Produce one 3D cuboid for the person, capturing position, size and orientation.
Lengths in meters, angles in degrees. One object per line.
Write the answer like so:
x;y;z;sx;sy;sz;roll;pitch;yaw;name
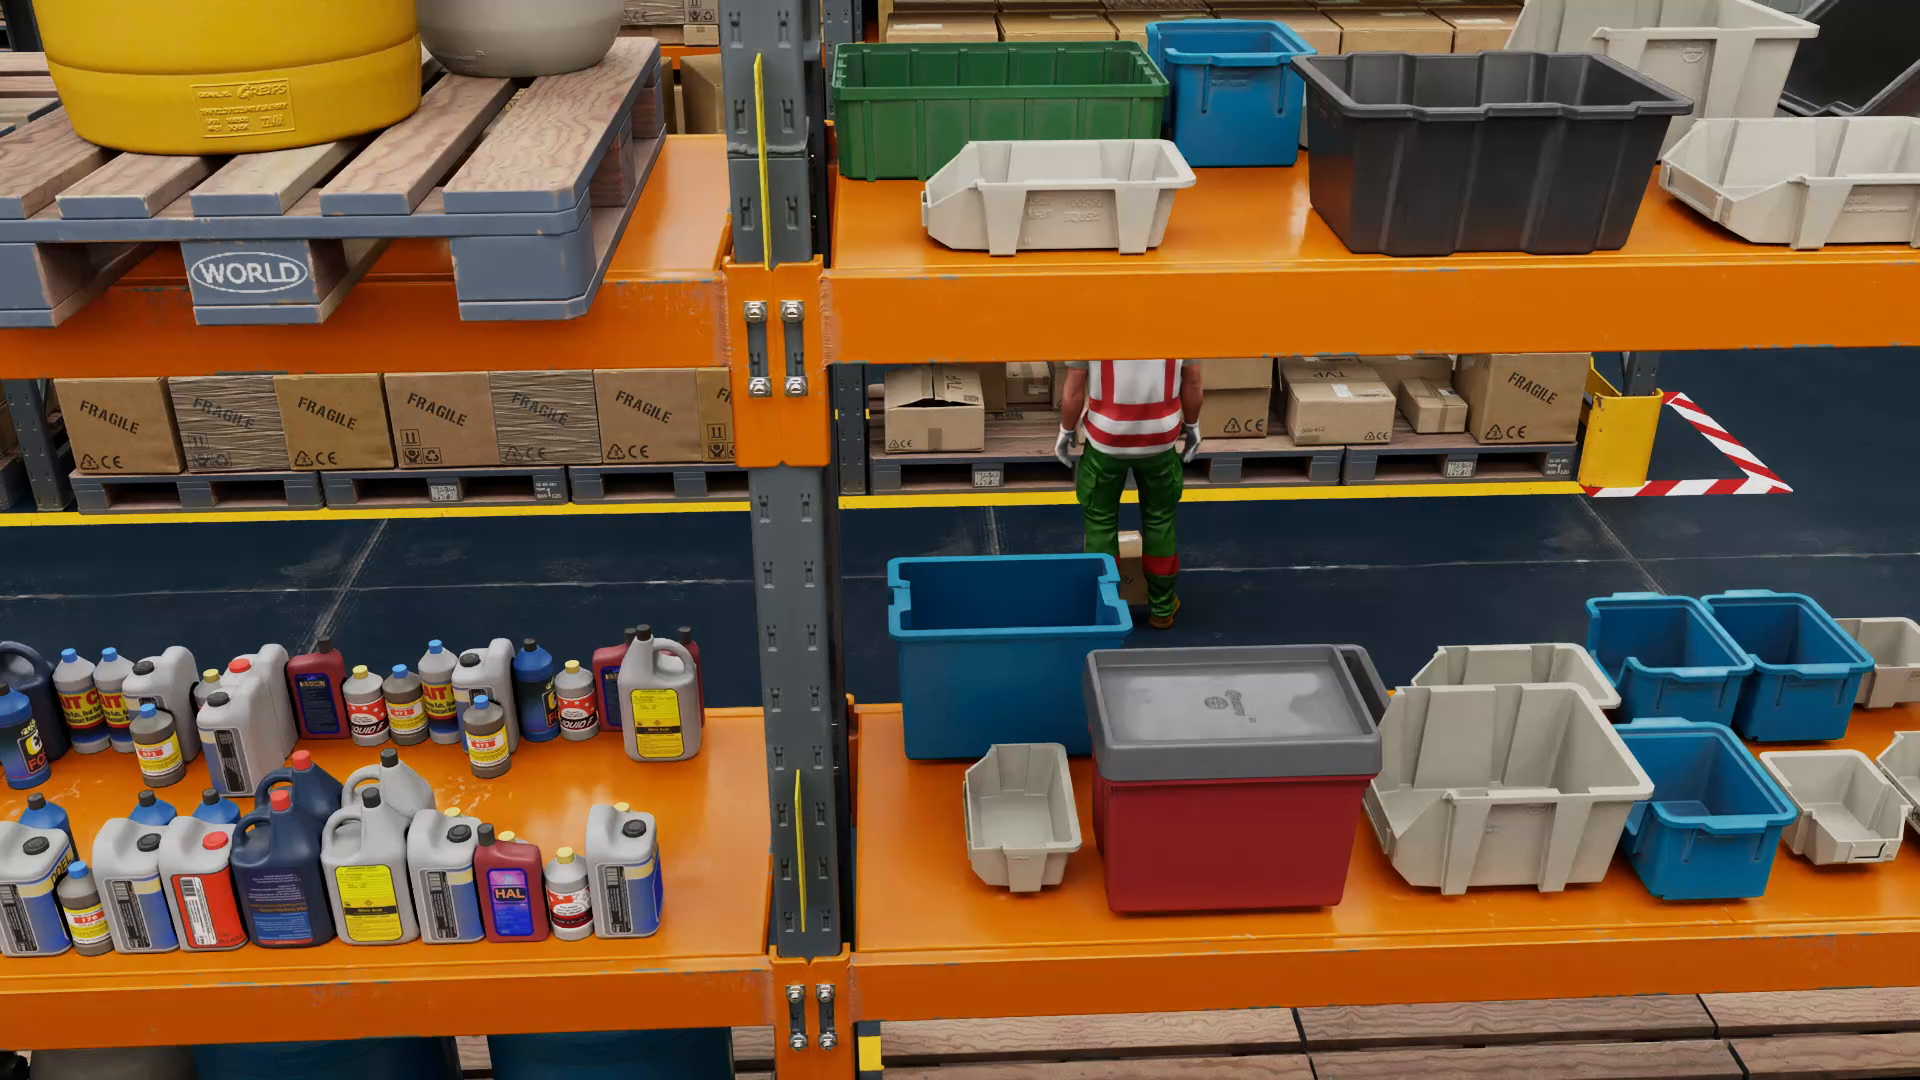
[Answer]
0.709;-0.445;6.965;0.620;1.779;0.454;-2;27;-4;person
